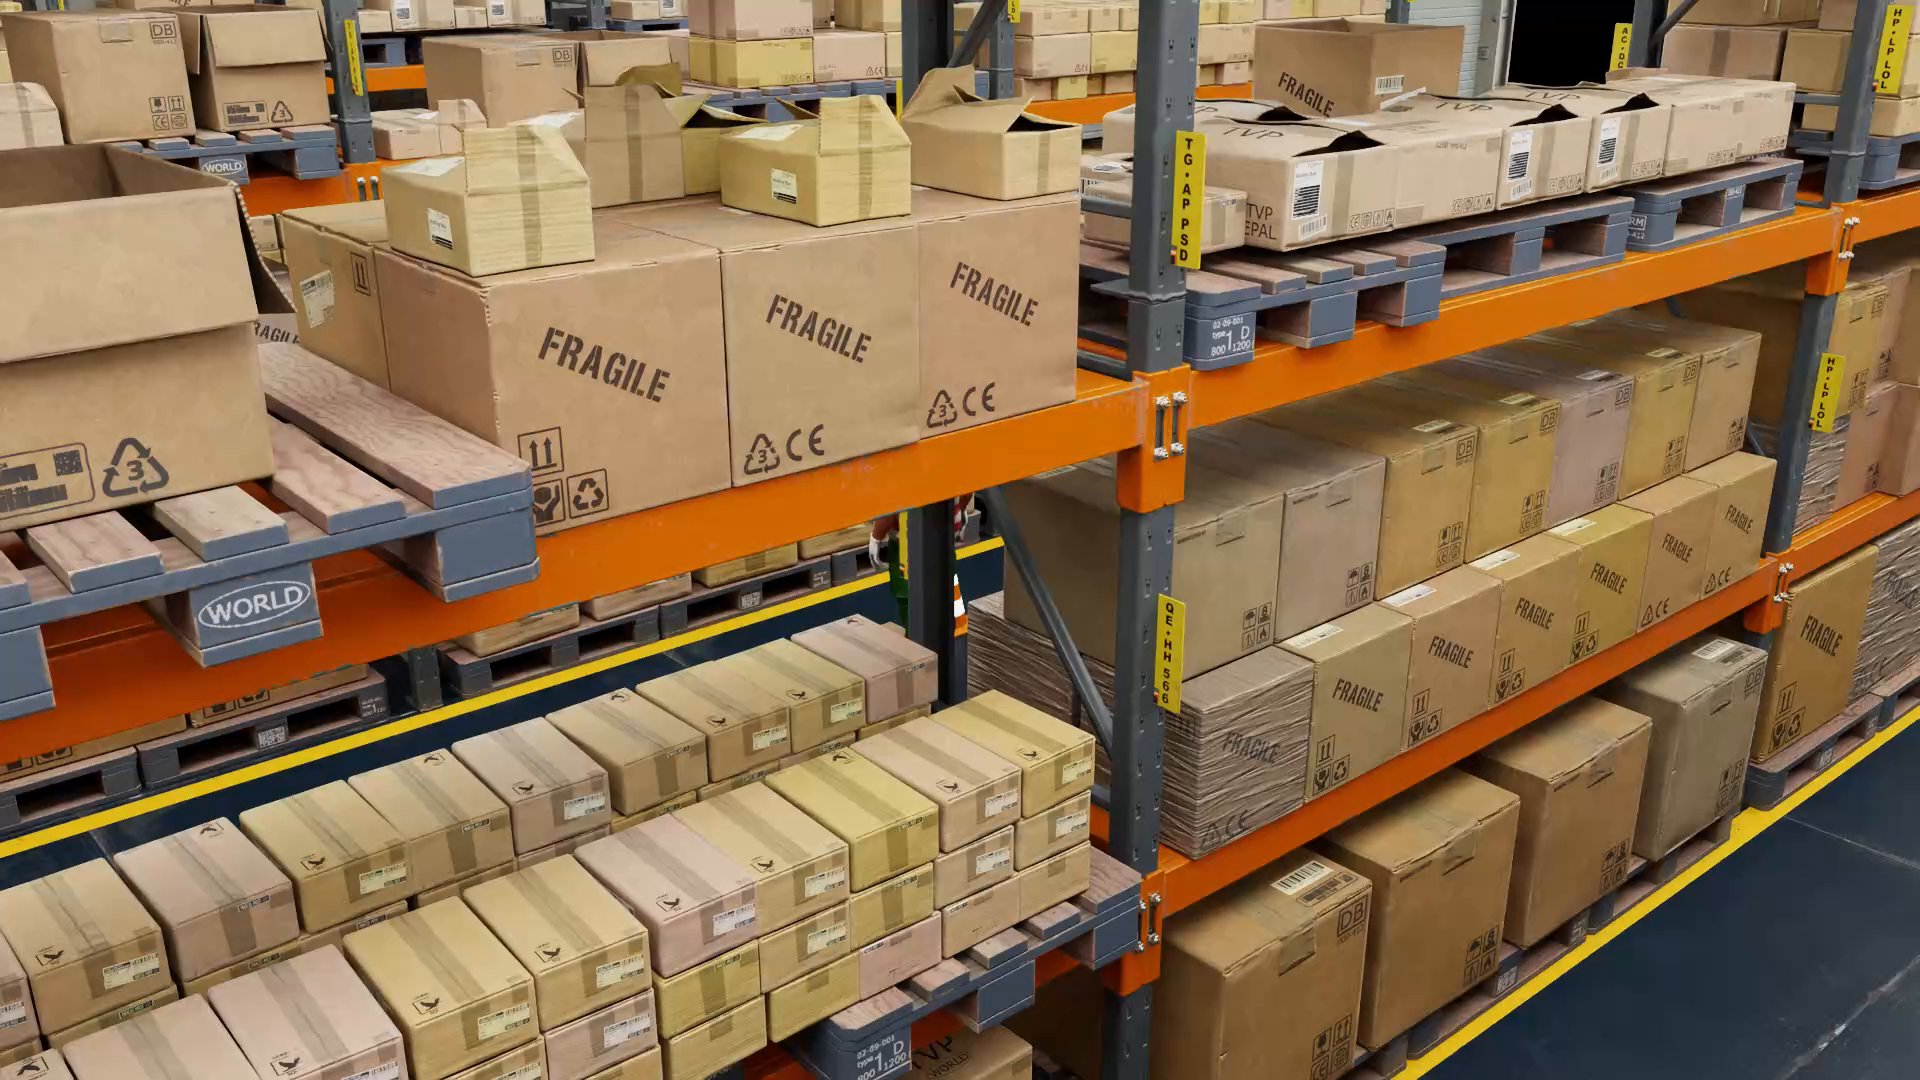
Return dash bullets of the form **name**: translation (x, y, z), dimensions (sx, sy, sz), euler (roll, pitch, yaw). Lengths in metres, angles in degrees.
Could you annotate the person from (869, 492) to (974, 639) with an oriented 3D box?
- **person**: translation (-0.240, -0.055, 8.665), dimensions (0.638, 1.787, 0.565), euler (-17, 27, -37)
